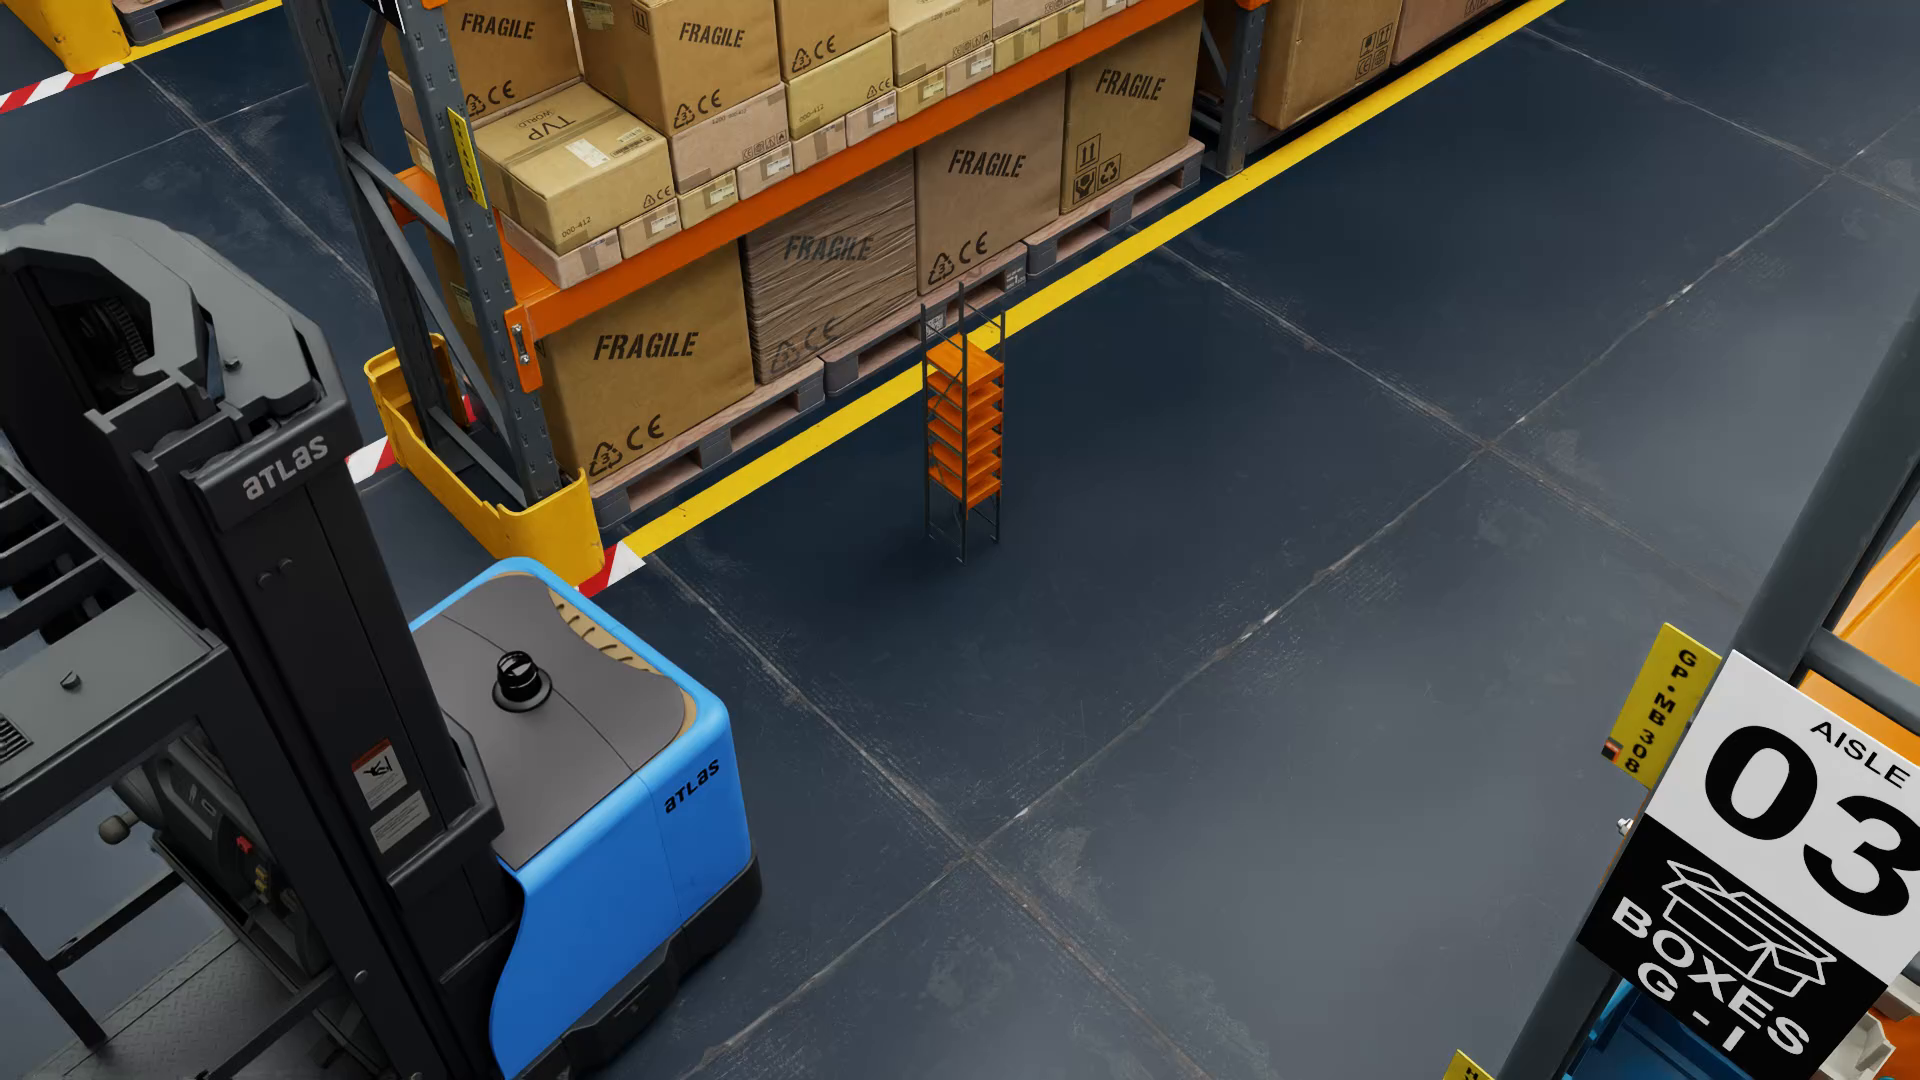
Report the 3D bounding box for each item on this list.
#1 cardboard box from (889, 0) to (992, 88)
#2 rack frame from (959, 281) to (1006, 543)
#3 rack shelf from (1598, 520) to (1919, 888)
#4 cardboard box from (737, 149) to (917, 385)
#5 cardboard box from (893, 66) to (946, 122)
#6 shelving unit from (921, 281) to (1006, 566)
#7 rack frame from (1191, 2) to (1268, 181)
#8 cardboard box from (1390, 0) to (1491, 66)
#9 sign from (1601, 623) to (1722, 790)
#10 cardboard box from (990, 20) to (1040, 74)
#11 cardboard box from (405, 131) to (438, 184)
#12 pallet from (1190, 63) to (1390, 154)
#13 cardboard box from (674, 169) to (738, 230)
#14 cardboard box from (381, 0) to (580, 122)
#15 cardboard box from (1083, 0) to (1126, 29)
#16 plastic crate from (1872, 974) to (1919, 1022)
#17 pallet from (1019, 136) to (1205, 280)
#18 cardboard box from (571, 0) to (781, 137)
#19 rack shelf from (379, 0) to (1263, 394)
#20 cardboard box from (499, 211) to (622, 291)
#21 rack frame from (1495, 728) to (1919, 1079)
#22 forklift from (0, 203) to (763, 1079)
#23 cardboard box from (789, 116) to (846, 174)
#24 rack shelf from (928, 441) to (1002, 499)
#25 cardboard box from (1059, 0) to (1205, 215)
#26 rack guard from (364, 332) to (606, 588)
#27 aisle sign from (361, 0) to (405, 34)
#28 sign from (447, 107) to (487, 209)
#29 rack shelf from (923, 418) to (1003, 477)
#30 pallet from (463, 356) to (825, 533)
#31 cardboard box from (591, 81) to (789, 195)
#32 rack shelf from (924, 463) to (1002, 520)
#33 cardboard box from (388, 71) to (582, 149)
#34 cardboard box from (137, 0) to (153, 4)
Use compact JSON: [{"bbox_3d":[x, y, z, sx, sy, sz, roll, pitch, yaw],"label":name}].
[{"bbox_3d":[-0.222,-2.072,6.521,0.500,0.250,0.500,-35,56,-28],"label":"cardboard box"},{"bbox_3d":[0.078,-0.459,6.357,0.006,1.200,0.240,-34,56,-27],"label":"rack frame"},{"bbox_3d":[2.916,-0.233,3.372,4.000,0.370,1.077,-34,56,-27],"label":"rack shelf"},{"bbox_3d":[-0.803,-1.396,7.157,0.875,0.875,0.875,-34,56,-27],"label":"cardboard box"},{"bbox_3d":[-0.274,-1.836,6.574,0.250,0.149,0.380,-35,56,-28],"label":"cardboard box"},{"bbox_3d":[0.011,-0.414,6.316,0.189,1.200,0.258,-34,56,-27],"label":"shelving unit"},{"bbox_3d":[1.064,-3.142,7.608,0.127,3.000,1.000,-34,56,-27],"label":"rack frame"},{"bbox_3d":[2.184,-3.333,8.945,0.875,0.875,1.225,-36,57,-28],"label":"cardboard box"},{"bbox_3d":[1.054,0.256,2.503,0.005,0.325,0.100,-34,56,-27],"label":"sign"},{"bbox_3d":[0.108,-2.092,6.810,0.250,0.149,0.380,-35,56,-28],"label":"cardboard box"},{"bbox_3d":[-1.854,-1.434,6.203,0.250,0.149,0.380,-33,55,-27],"label":"cardboard box"},{"bbox_3d":[1.584,-2.619,9.023,1.213,0.211,1.003,-34,56,-27],"label":"pallet"},{"bbox_3d":[-1.033,-1.329,6.107,0.250,0.149,0.380,-35,56,-28],"label":"cardboard box"},{"bbox_3d":[-1.712,-1.852,5.807,0.500,0.500,0.500,-33,55,-27],"label":"cardboard box"},{"bbox_3d":[0.488,-2.346,7.045,0.250,0.149,0.380,-33,55,-27],"label":"cardboard box"},{"bbox_3d":[2.142,0.961,3.961,0.243,0.136,0.396,-34,56,-27],"label":"plastic crate"},{"bbox_3d":[0.449,-1.863,8.325,1.213,0.211,1.003,-34,56,-27],"label":"pallet"},{"bbox_3d":[-0.989,-1.806,5.765,0.500,0.500,0.500,-35,56,-28],"label":"cardboard box"},{"bbox_3d":[-0.416,-1.909,6.960,4.000,0.370,1.077,-34,56,-27],"label":"rack shelf"},{"bbox_3d":[-1.411,-1.075,5.872,0.250,0.149,0.380,-33,55,-27],"label":"cardboard box"},{"bbox_3d":[1.436,1.529,3.298,0.127,3.000,1.000,-34,56,-27],"label":"rack frame"},{"bbox_3d":[-2.006,0.811,4.008,1.130,2.935,3.031,33,55,26],"label":"forklift"},{"bbox_3d":[-0.652,-1.584,6.342,0.250,0.149,0.380,-35,56,-28],"label":"cardboard box"},{"bbox_3d":[0.011,-0.303,6.436,0.180,0.103,0.258,-34,56,-27],"label":"rack shelf"},{"bbox_3d":[0.522,-2.281,7.973,0.875,0.875,0.875,-34,56,-27],"label":"cardboard box"},{"bbox_3d":[-1.914,-0.305,6.691,0.348,0.500,1.175,-34,56,-27],"label":"rack guard"},{"bbox_3d":[-1.747,-1.847,4.644,0.004,0.787,0.394,-34,56,-27],"label":"aisle sign"},{"bbox_3d":[-1.527,-1.180,5.155,0.005,0.325,0.100,-34,56,-27],"label":"sign"},{"bbox_3d":[0.011,-0.384,6.348,0.180,0.103,0.258,-34,56,-27],"label":"rack shelf"},{"bbox_3d":[-1.357,-0.656,7.212,1.213,0.211,1.003,-34,56,-27],"label":"pallet"},{"bbox_3d":[-0.979,-1.565,6.053,0.500,0.250,0.500,-34,56,-28],"label":"cardboard box"},{"bbox_3d":[0.011,-0.221,6.525,0.180,0.103,0.258,-34,56,-27],"label":"rack shelf"},{"bbox_3d":[-1.716,-1.598,6.083,0.500,0.250,0.500,-35,56,-28],"label":"cardboard box"},{"bbox_3d":[-4.555,-3.172,9.290,0.250,0.149,0.380,-33,55,-26],"label":"cardboard box"}]
